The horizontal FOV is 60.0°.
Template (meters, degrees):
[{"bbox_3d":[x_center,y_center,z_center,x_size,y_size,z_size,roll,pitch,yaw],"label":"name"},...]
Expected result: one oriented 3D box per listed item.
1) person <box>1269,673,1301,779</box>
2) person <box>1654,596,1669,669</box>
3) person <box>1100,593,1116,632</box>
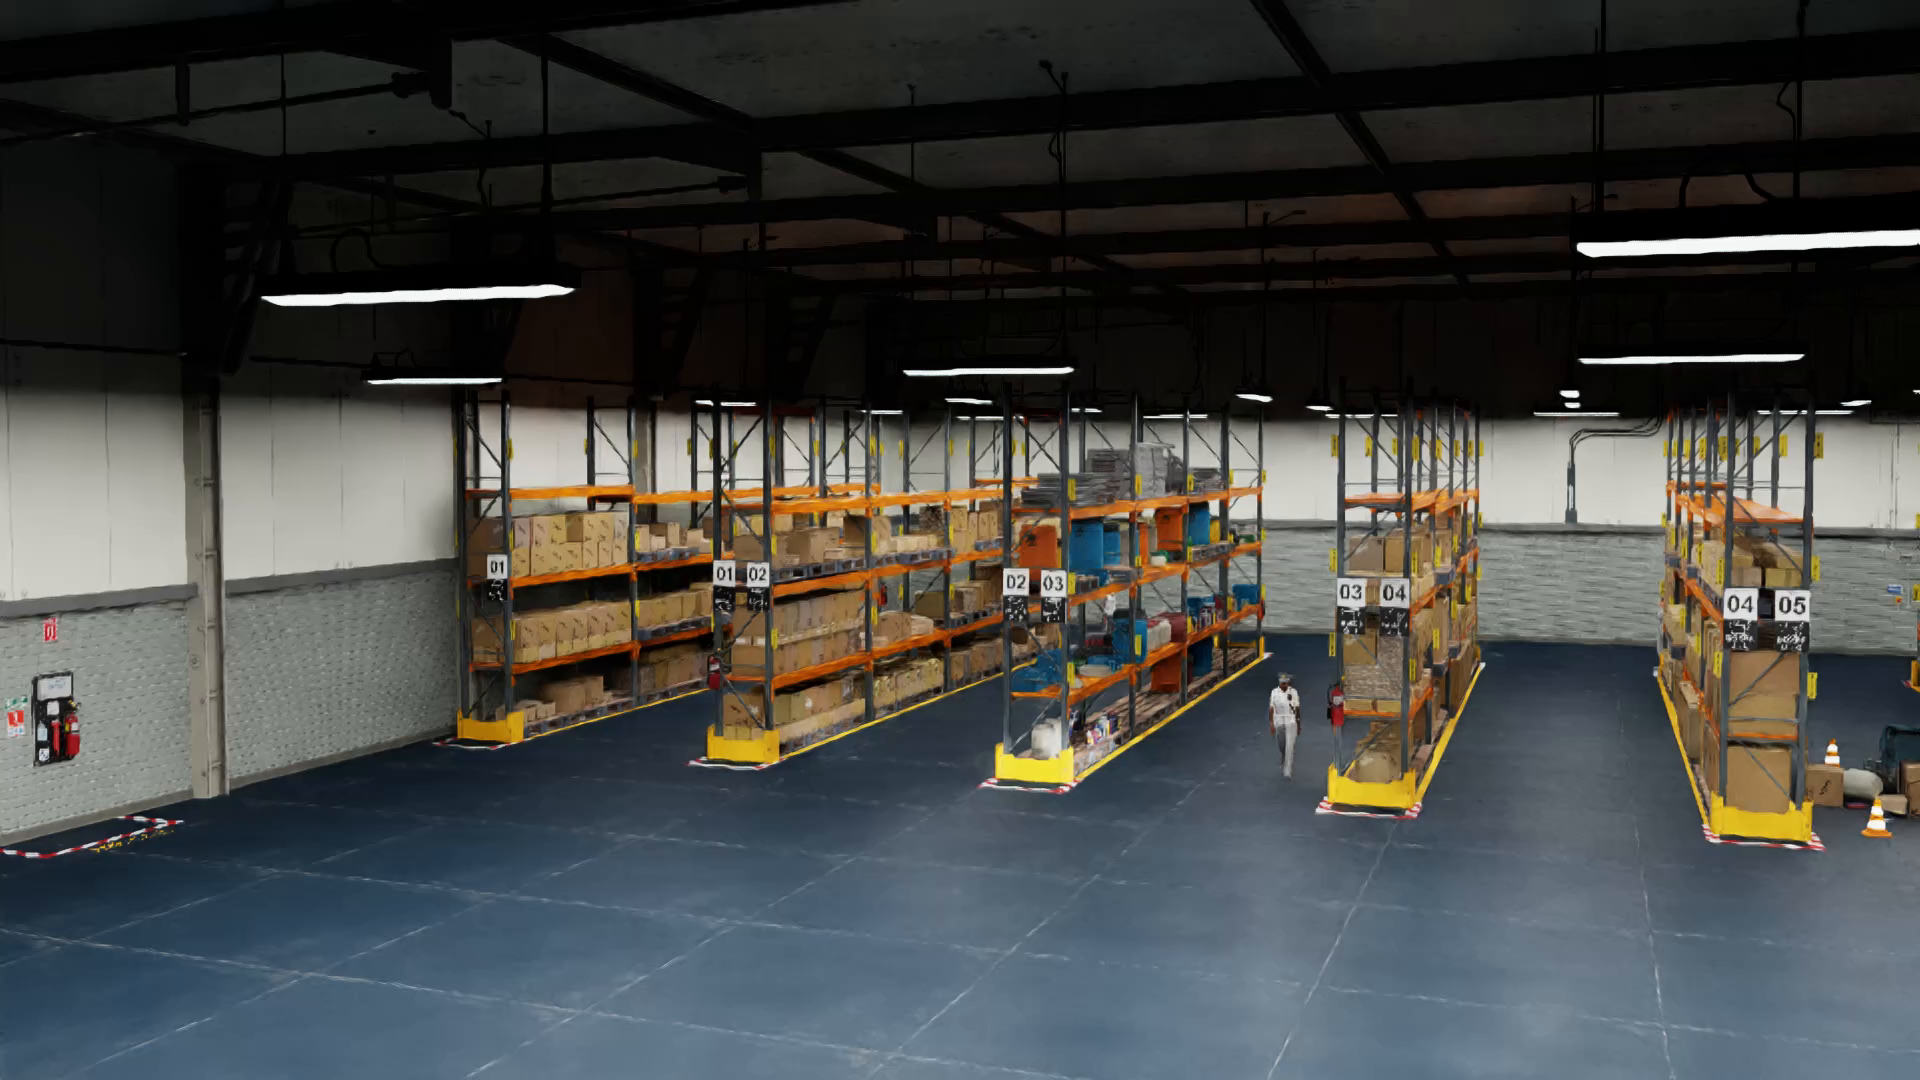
[{"bbox_3d":[4.945,2.793,25.361,0.456,1.589,1.088,1,3,23],"label":"person"},{"bbox_3d":[16.036,2.106,37.640,0.532,1.665,0.563,0,3,-4],"label":"person"},{"bbox_3d":[3.680,1.832,41.248,0.417,1.774,0.607,3,4,41],"label":"person"}]
